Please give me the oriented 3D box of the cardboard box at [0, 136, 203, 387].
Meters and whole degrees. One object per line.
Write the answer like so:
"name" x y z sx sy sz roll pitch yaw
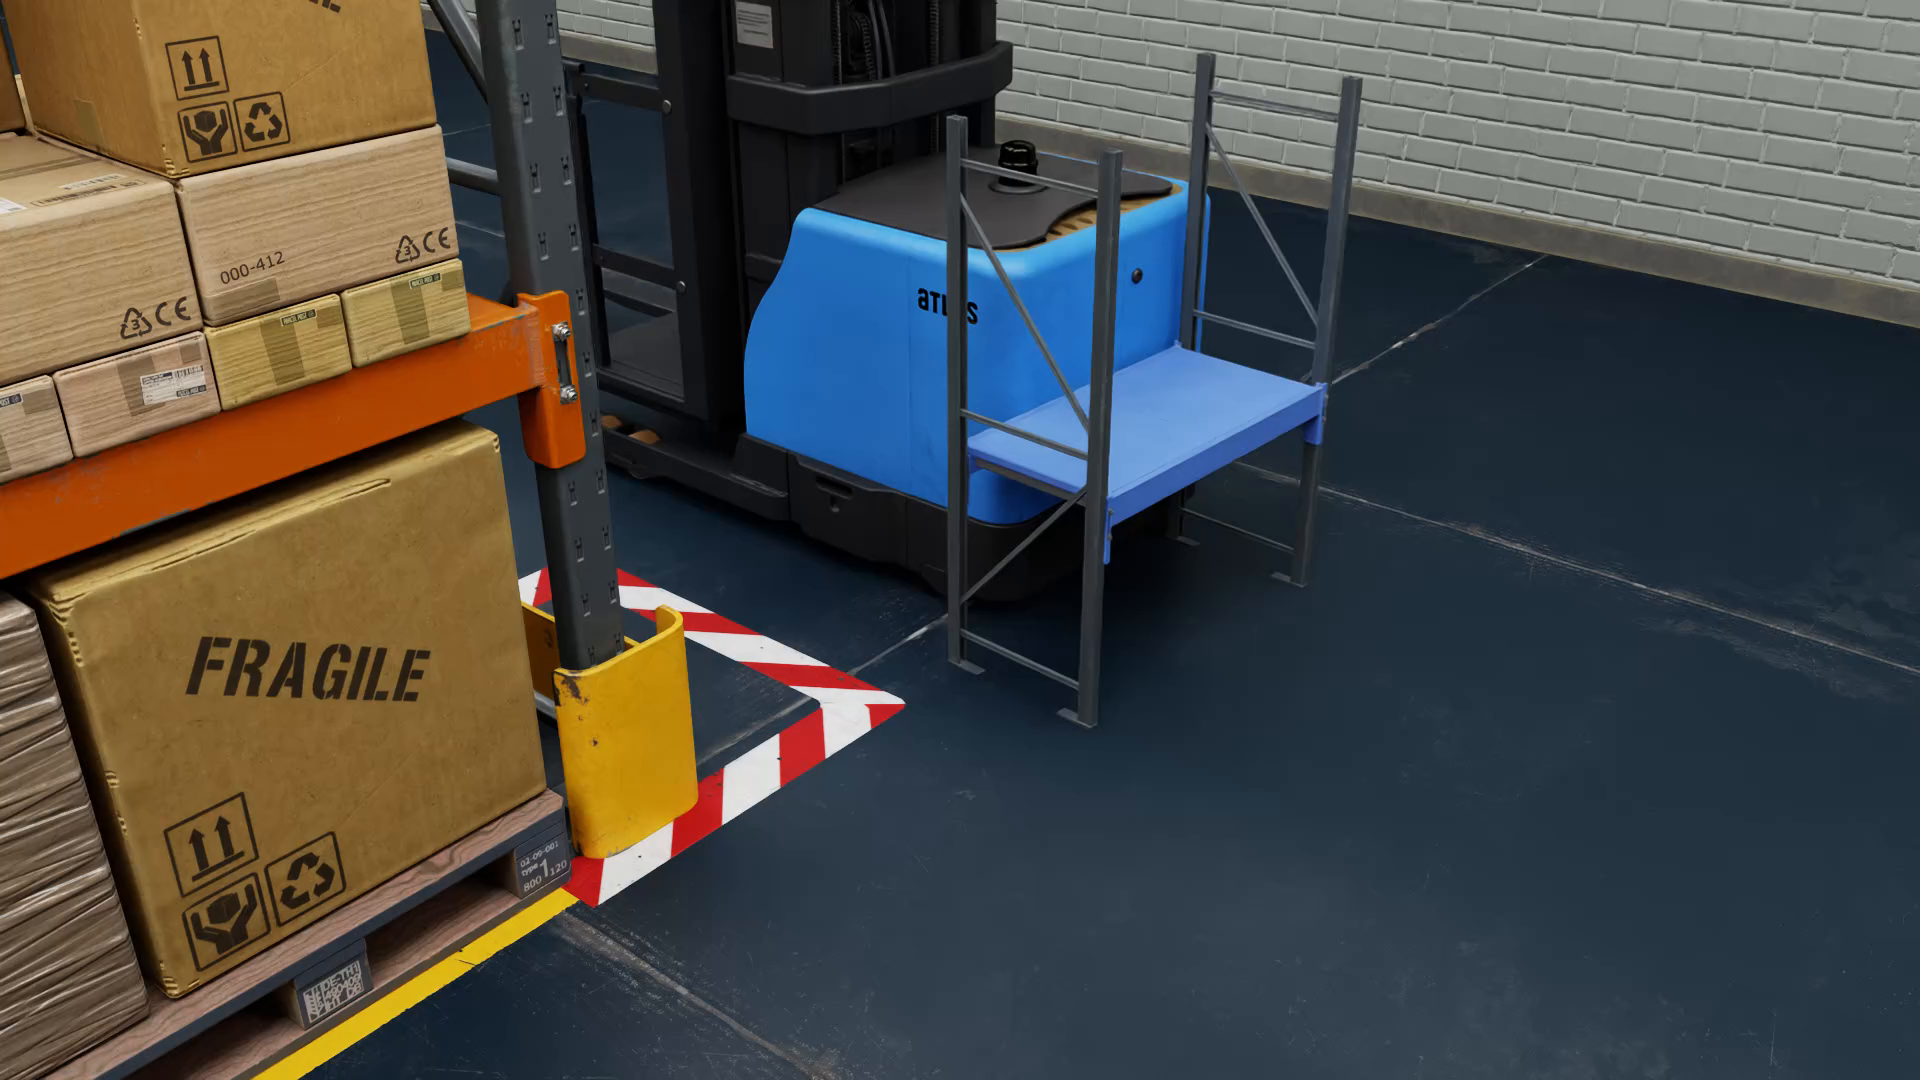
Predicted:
"cardboard box" -1.610 -0.445 2.685 0.500 0.250 0.500 20 33 34

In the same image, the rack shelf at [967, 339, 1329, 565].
"rack shelf" 0.504 -0.269 4.529 0.538 0.185 1.000 23 35 37

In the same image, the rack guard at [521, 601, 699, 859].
"rack guard" -1.168 0.293 4.139 1.175 0.500 0.348 21 34 34

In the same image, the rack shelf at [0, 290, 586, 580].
"rack shelf" -2.456 0.220 2.342 1.077 0.370 4.000 21 34 34

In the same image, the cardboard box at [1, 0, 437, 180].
"cardboard box" -1.291 -0.957 2.859 0.500 0.500 0.500 21 34 35

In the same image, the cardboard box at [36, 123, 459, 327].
"cardboard box" -1.287 -0.624 3.032 0.500 0.250 0.500 20 33 34

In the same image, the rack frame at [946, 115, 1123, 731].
"rack frame" 0.162 -0.256 4.113 0.500 1.500 0.032 23 35 37

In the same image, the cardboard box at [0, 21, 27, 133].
"cardboard box" -2.015 -0.938 2.823 0.500 0.500 0.500 20 33 33

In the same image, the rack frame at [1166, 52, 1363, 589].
"rack frame" 0.847 -0.601 4.779 0.500 1.500 0.032 23 35 37

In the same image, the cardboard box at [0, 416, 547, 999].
"cardboard box" -1.529 0.199 3.456 0.875 0.875 0.875 21 34 34

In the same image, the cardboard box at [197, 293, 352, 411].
"cardboard box" -1.320 -0.382 2.996 0.380 0.149 0.250 21 34 35

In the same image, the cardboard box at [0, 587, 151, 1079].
"cardboard box" -2.108 0.522 2.832 0.875 0.875 0.875 21 34 34

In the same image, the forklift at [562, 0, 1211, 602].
"forklift" -0.689 -1.672 5.292 3.031 2.935 1.130 21 34 35

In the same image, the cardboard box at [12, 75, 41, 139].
"cardboard box" -1.697 -0.783 3.338 0.500 0.250 0.500 20 33 33

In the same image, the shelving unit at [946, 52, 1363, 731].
"shelving unit" 0.504 -0.429 4.446 0.538 1.500 1.048 23 35 37

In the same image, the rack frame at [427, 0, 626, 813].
"rack frame" -1.183 -0.808 3.548 1.000 3.000 0.127 21 34 34

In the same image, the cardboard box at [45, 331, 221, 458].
"cardboard box" -1.481 -0.292 2.824 0.380 0.149 0.250 21 34 35

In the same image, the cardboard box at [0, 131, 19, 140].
"cardboard box" -2.023 -0.596 2.978 0.500 0.250 0.500 20 34 34

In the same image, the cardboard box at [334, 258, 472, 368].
"cardboard box" -1.156 -0.474 3.176 0.380 0.149 0.250 22 34 35

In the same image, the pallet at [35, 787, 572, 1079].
"pallet" -1.632 0.737 3.596 1.003 0.211 1.213 21 34 34

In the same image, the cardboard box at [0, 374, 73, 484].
"cardboard box" -1.641 -0.204 2.654 0.380 0.149 0.250 21 34 35
